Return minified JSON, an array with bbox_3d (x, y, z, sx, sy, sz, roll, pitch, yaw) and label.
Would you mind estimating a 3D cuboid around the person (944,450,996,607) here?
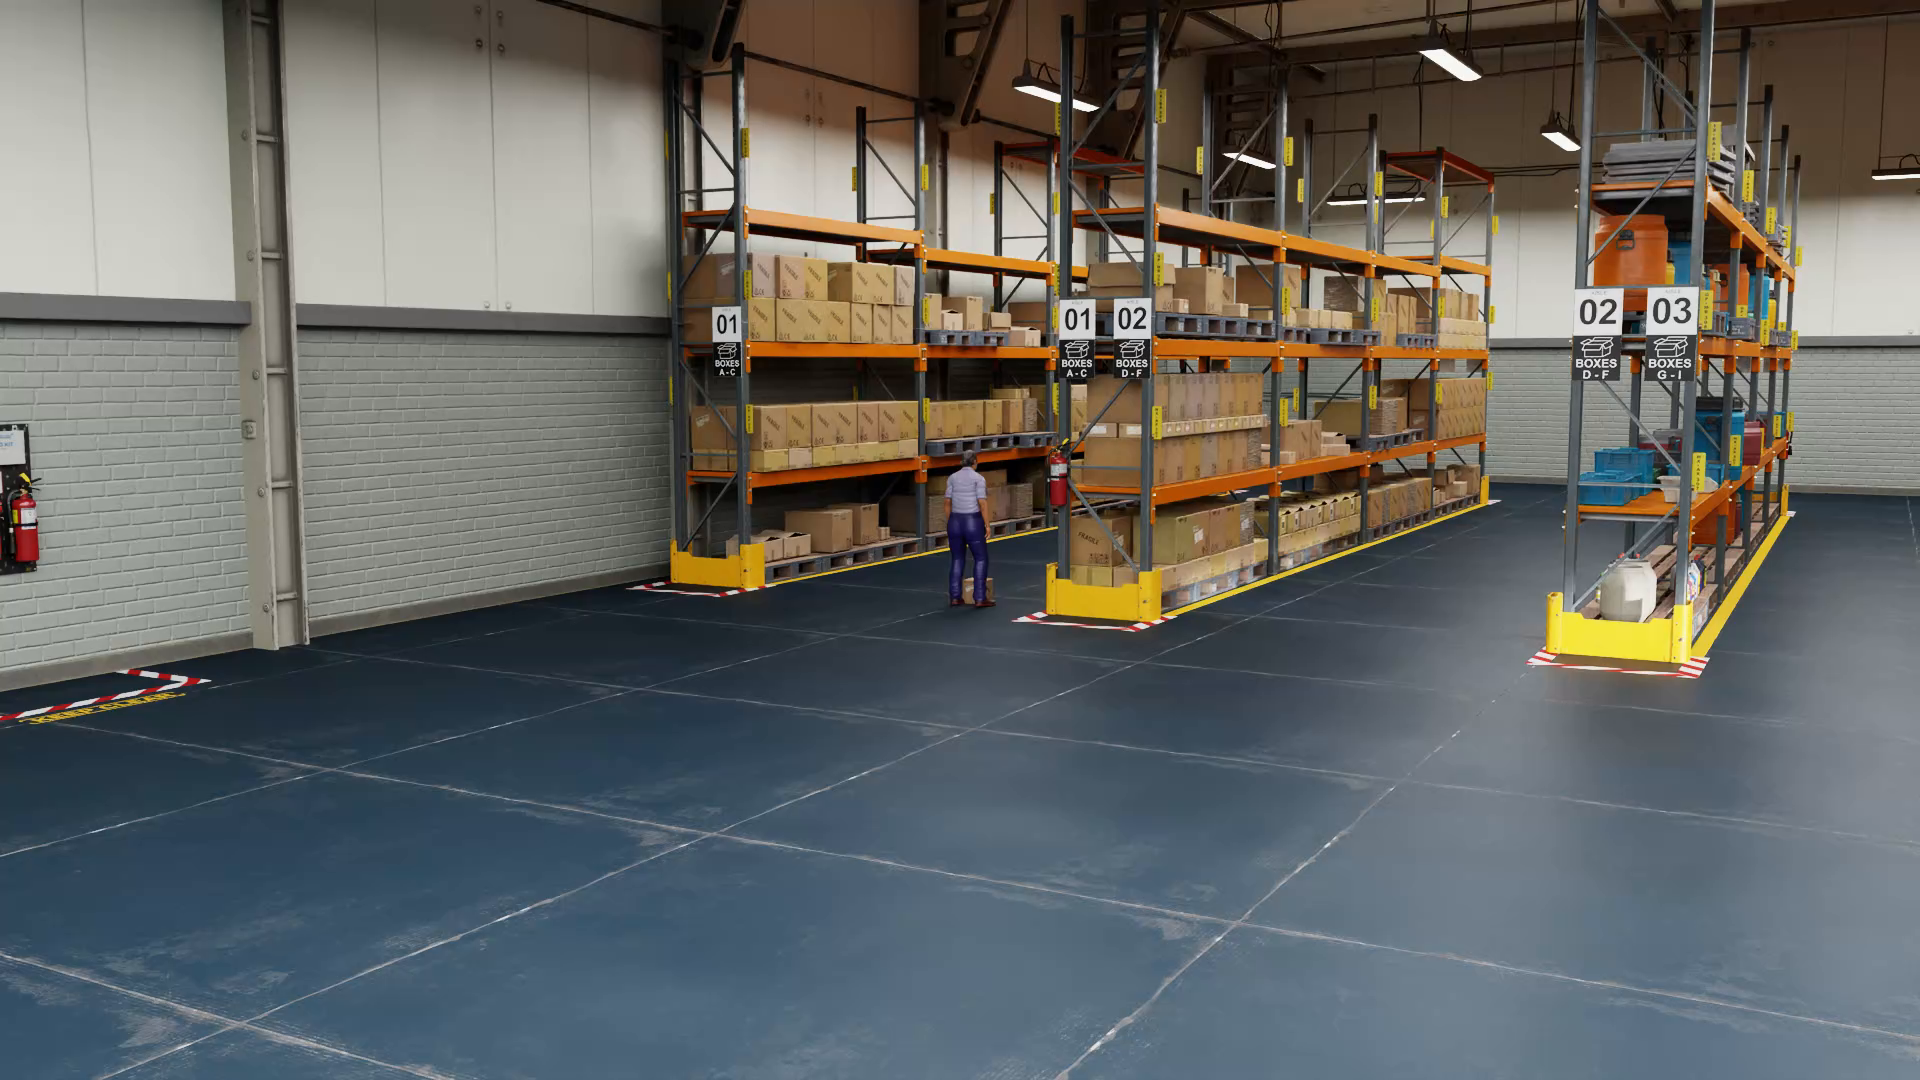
[{"bbox_3d":[0.086,-0.126,17.594,0.537,1.651,0.374,3,7,29],"label":"person"}]
